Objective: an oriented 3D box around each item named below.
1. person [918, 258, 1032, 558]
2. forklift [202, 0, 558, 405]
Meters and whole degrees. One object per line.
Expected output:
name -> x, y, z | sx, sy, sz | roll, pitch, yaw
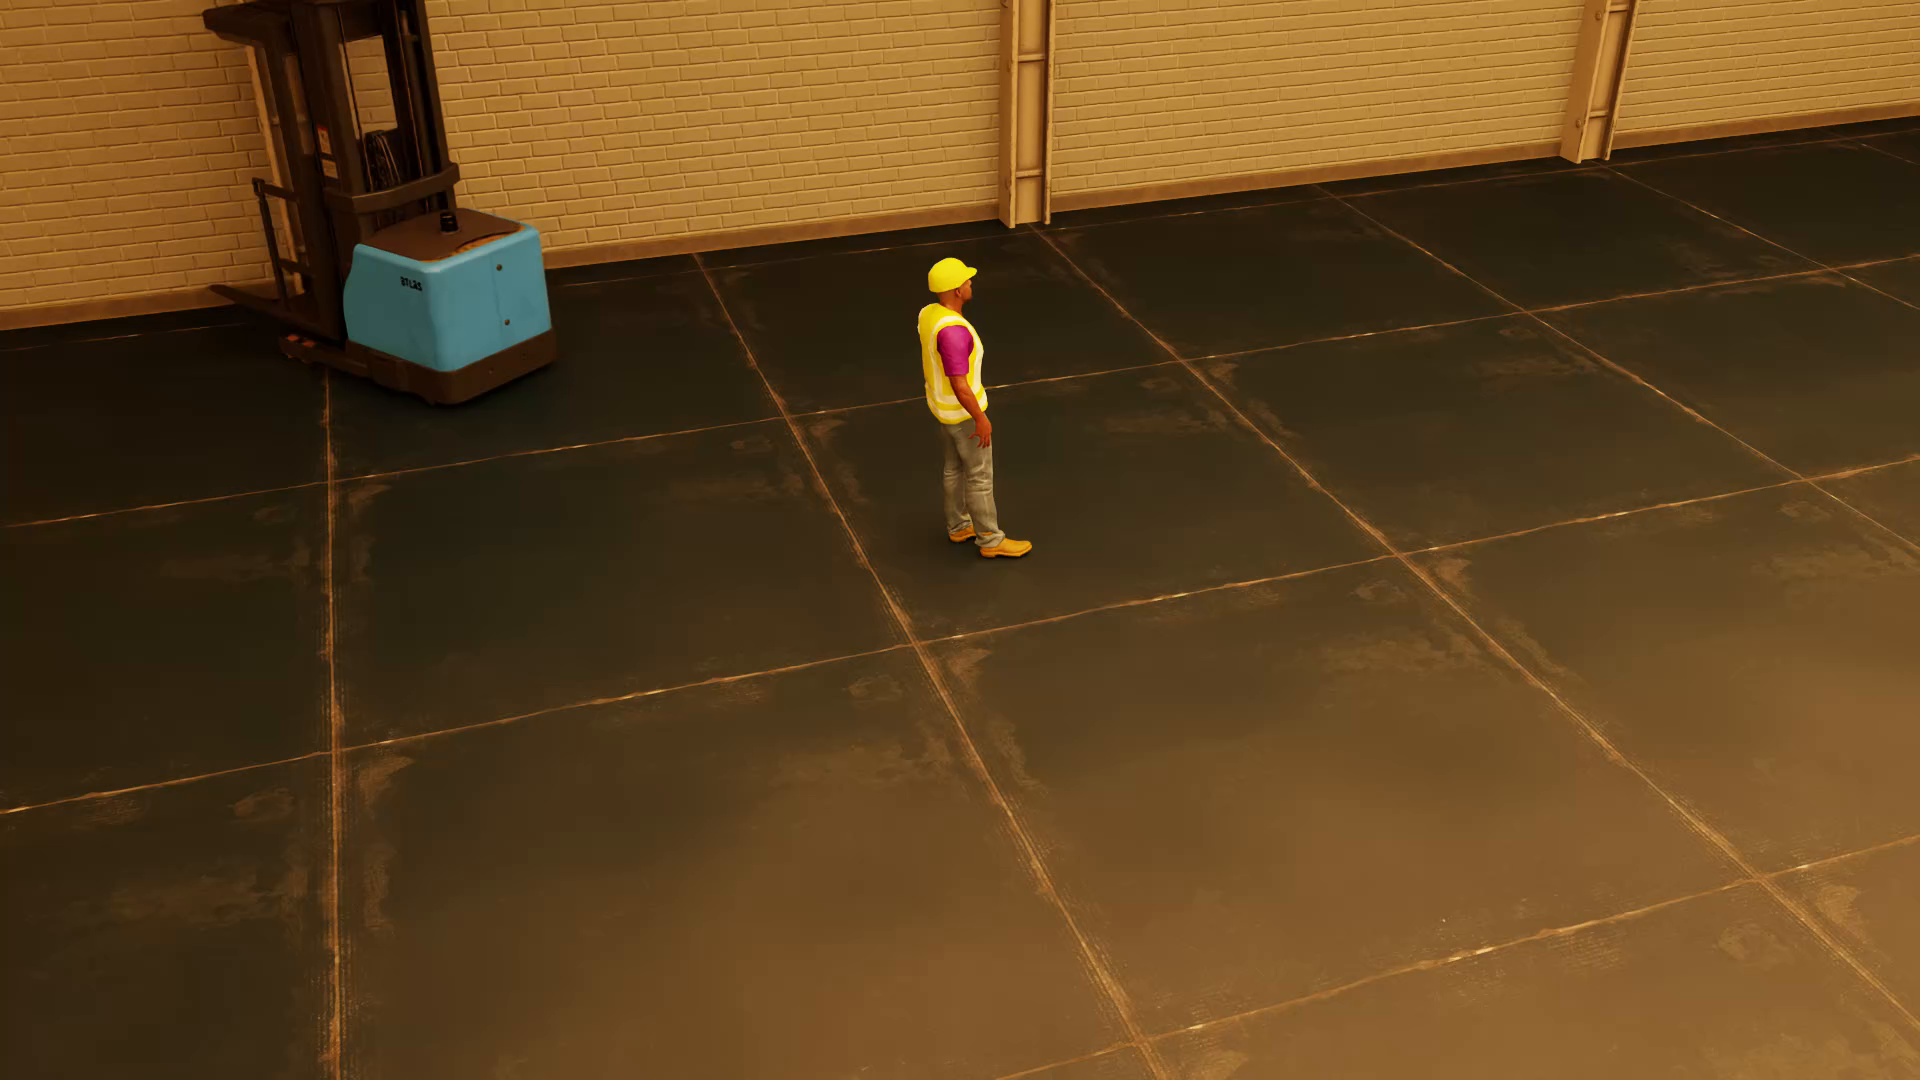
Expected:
person -> 0.068, -0.780, 9.596 | 0.577, 1.765, 0.665 | -10, 31, -16
forklift -> -4.453, -2.769, 11.899 | 3.031, 2.935, 1.130 | 19, 35, 29
